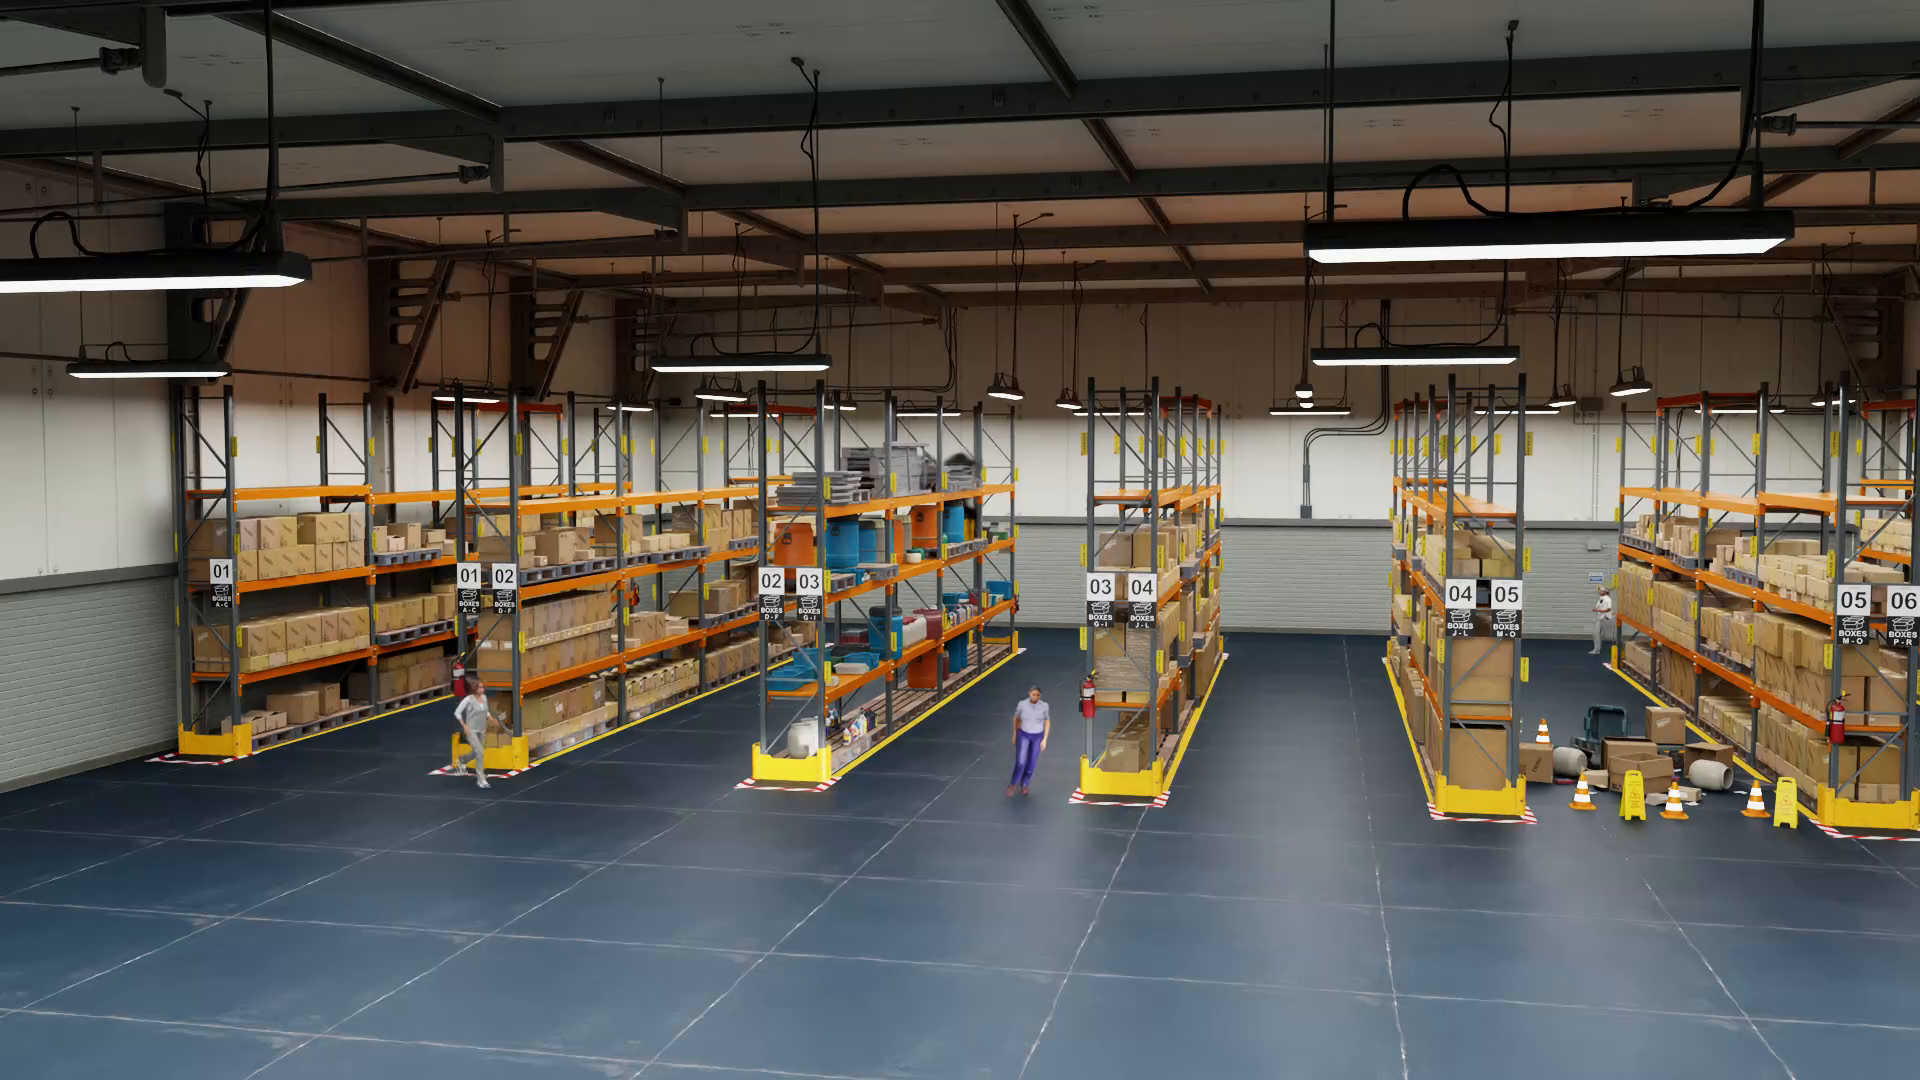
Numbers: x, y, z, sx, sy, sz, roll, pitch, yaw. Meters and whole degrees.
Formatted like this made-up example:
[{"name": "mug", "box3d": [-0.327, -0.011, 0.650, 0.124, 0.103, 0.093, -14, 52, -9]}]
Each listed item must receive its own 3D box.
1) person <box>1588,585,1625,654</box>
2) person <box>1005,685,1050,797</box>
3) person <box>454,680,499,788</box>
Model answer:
[{"name": "person", "box3d": [15.531, 1.914, 39.973, 0.839, 1.673, 0.580, 0, 3, 1]}, {"name": "person", "box3d": [0.953, 2.858, 23.803, 0.638, 1.613, 0.563, 0, 3, -7]}, {"name": "person", "box3d": [-7.240, 2.849, 24.619, 0.800, 1.593, 0.522, 2, 4, 33]}]
